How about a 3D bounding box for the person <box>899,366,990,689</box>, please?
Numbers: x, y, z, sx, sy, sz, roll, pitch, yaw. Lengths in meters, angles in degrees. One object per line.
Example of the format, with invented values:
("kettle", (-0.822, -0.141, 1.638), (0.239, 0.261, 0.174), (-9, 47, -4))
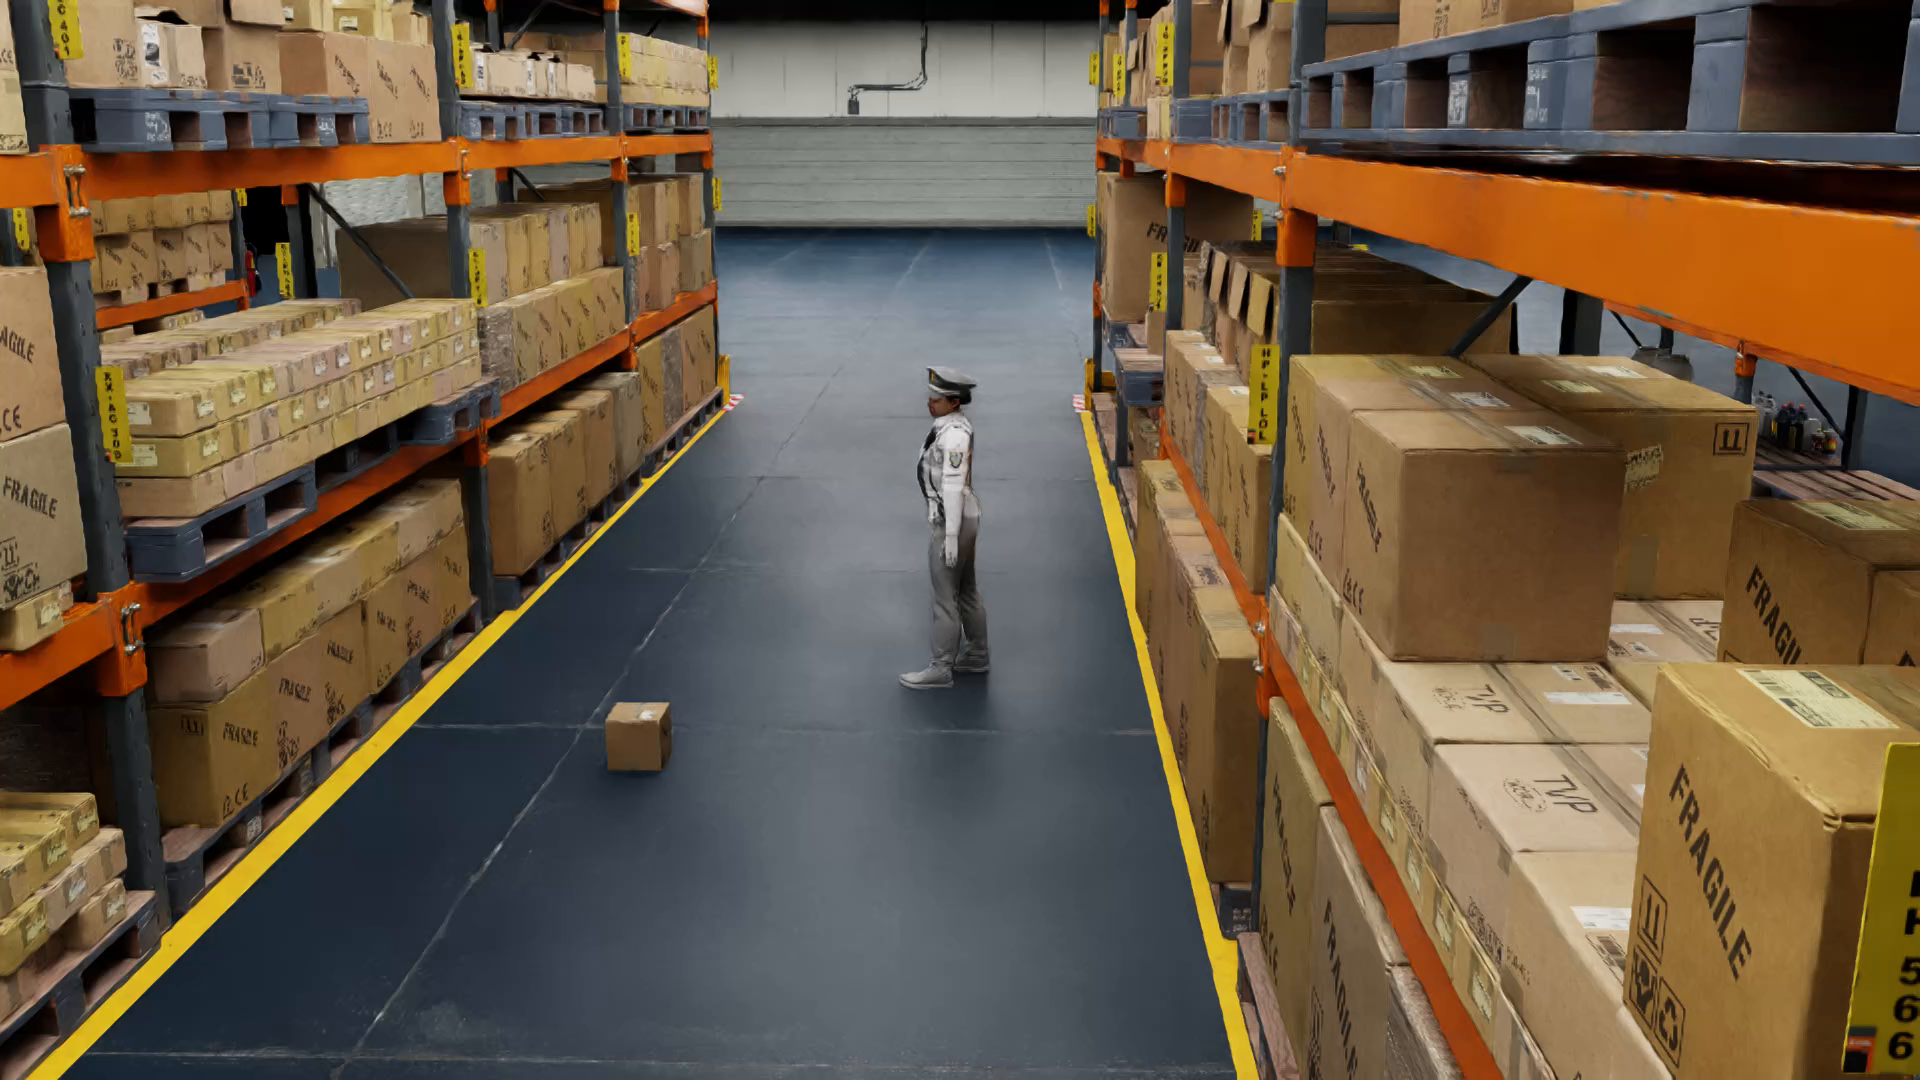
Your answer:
("person", (-0.080, -0.068, 8.655), (0.478, 1.672, 0.568), (0, 14, 1))
